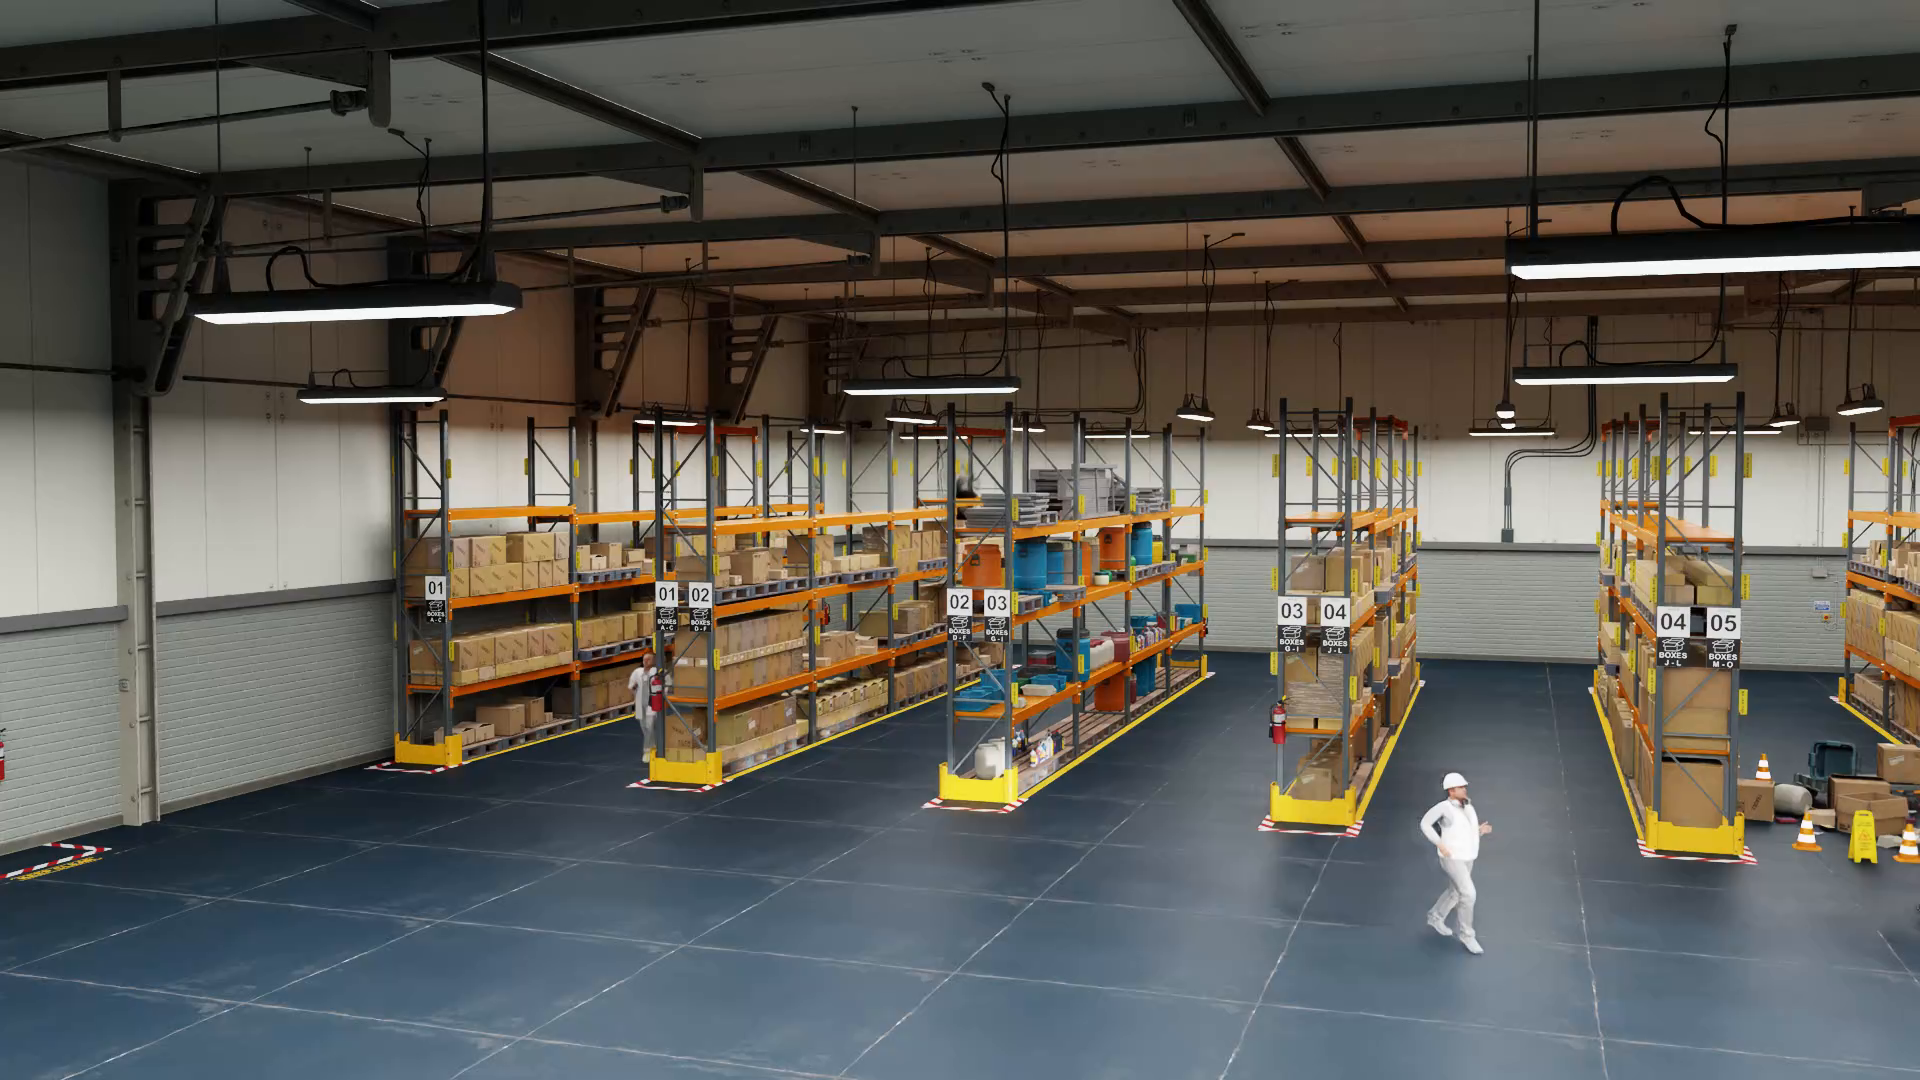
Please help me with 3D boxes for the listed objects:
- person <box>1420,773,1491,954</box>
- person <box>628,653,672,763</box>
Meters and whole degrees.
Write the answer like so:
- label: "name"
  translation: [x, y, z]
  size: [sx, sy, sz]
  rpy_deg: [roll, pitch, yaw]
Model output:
- label: "person"
  translation: [5.213, 3.358, 17.461]
  size: [0.643, 1.825, 0.747]
  rpy_deg: [-2, 3, -42]
- label: "person"
  translation: [-5.383, 2.870, 28.695]
  size: [0.692, 1.833, 0.851]
  rpy_deg: [0, 2, 11]
